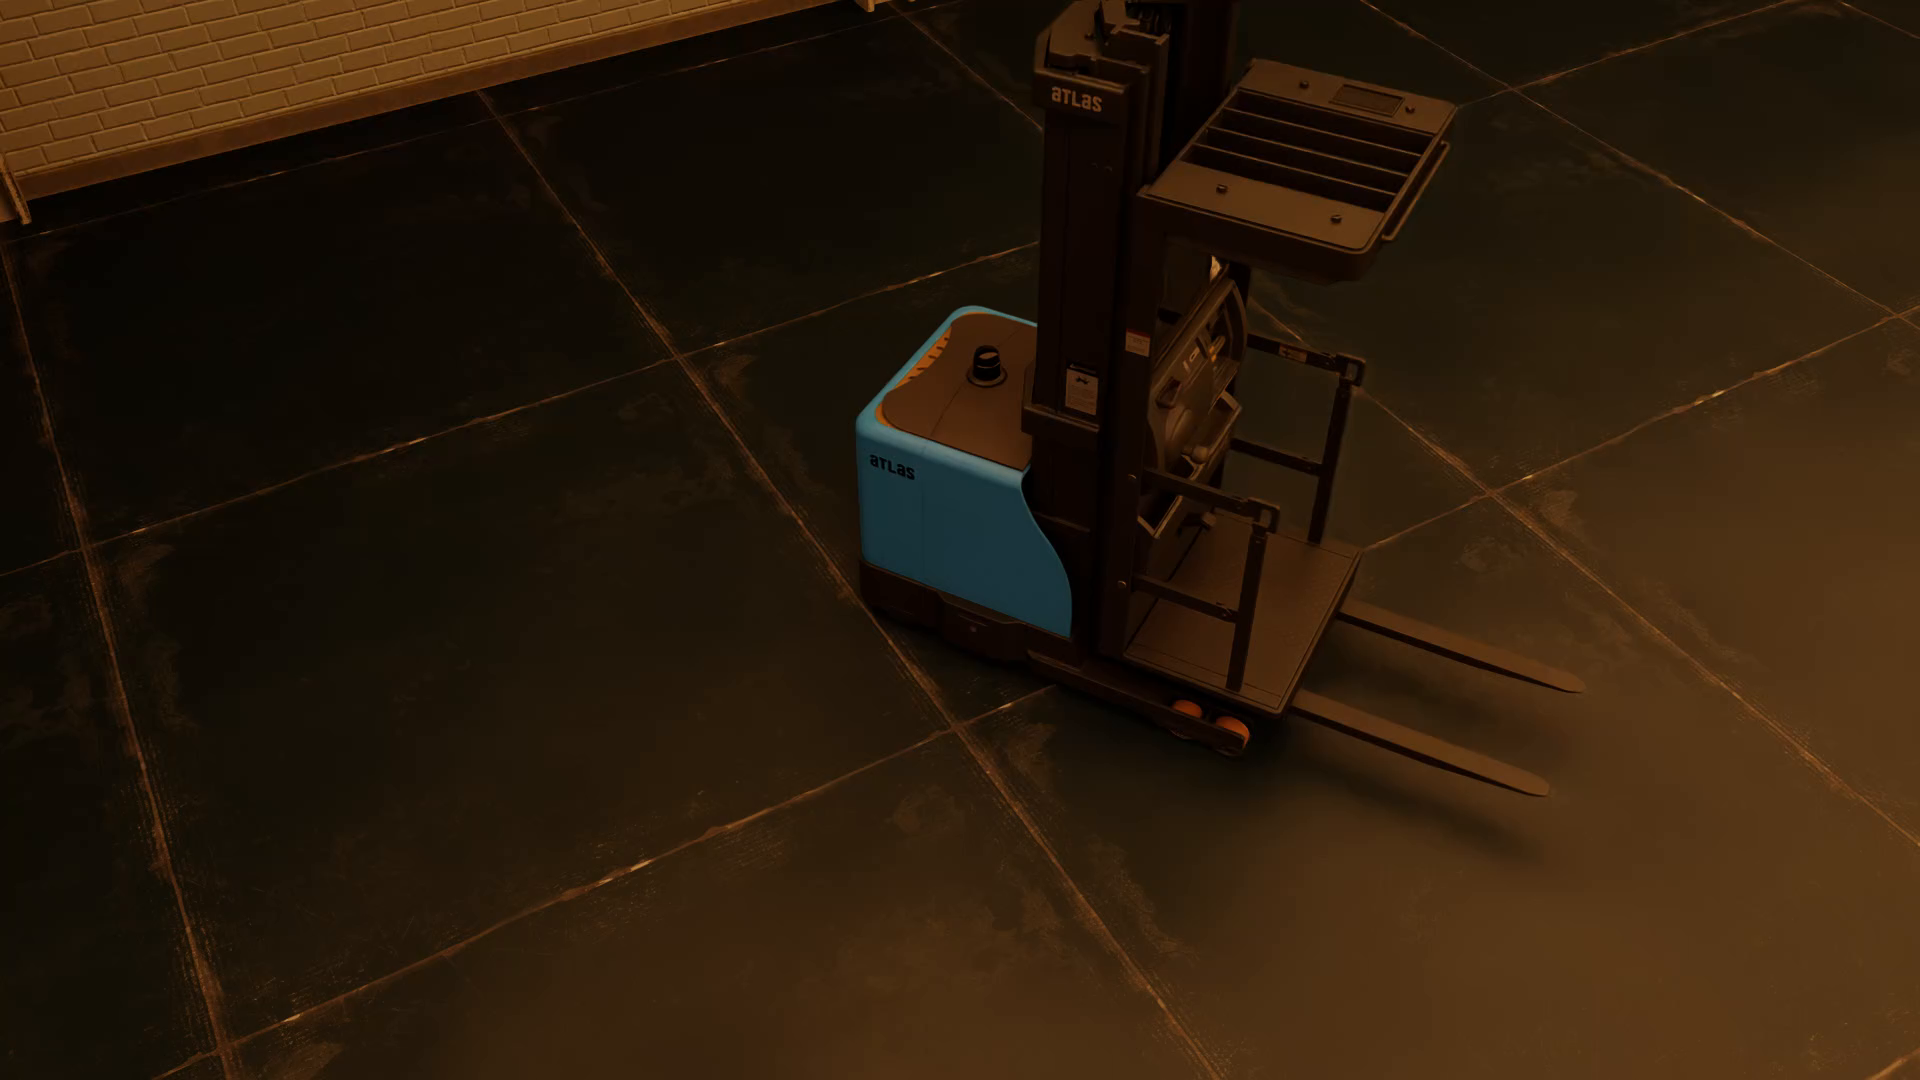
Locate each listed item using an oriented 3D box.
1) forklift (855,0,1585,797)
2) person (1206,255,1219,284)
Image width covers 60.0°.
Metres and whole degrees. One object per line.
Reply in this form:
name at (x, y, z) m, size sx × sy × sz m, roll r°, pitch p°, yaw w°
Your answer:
forklift at (1.097, -0.598, 6.343) m, size 3.031 × 2.935 × 1.130 m, roll 20°, pitch 46°, yaw 20°
person at (1.030, -1.067, 7.852) m, size 0.644 × 1.582 × 0.823 m, roll 17°, pitch 45°, yaw 17°
